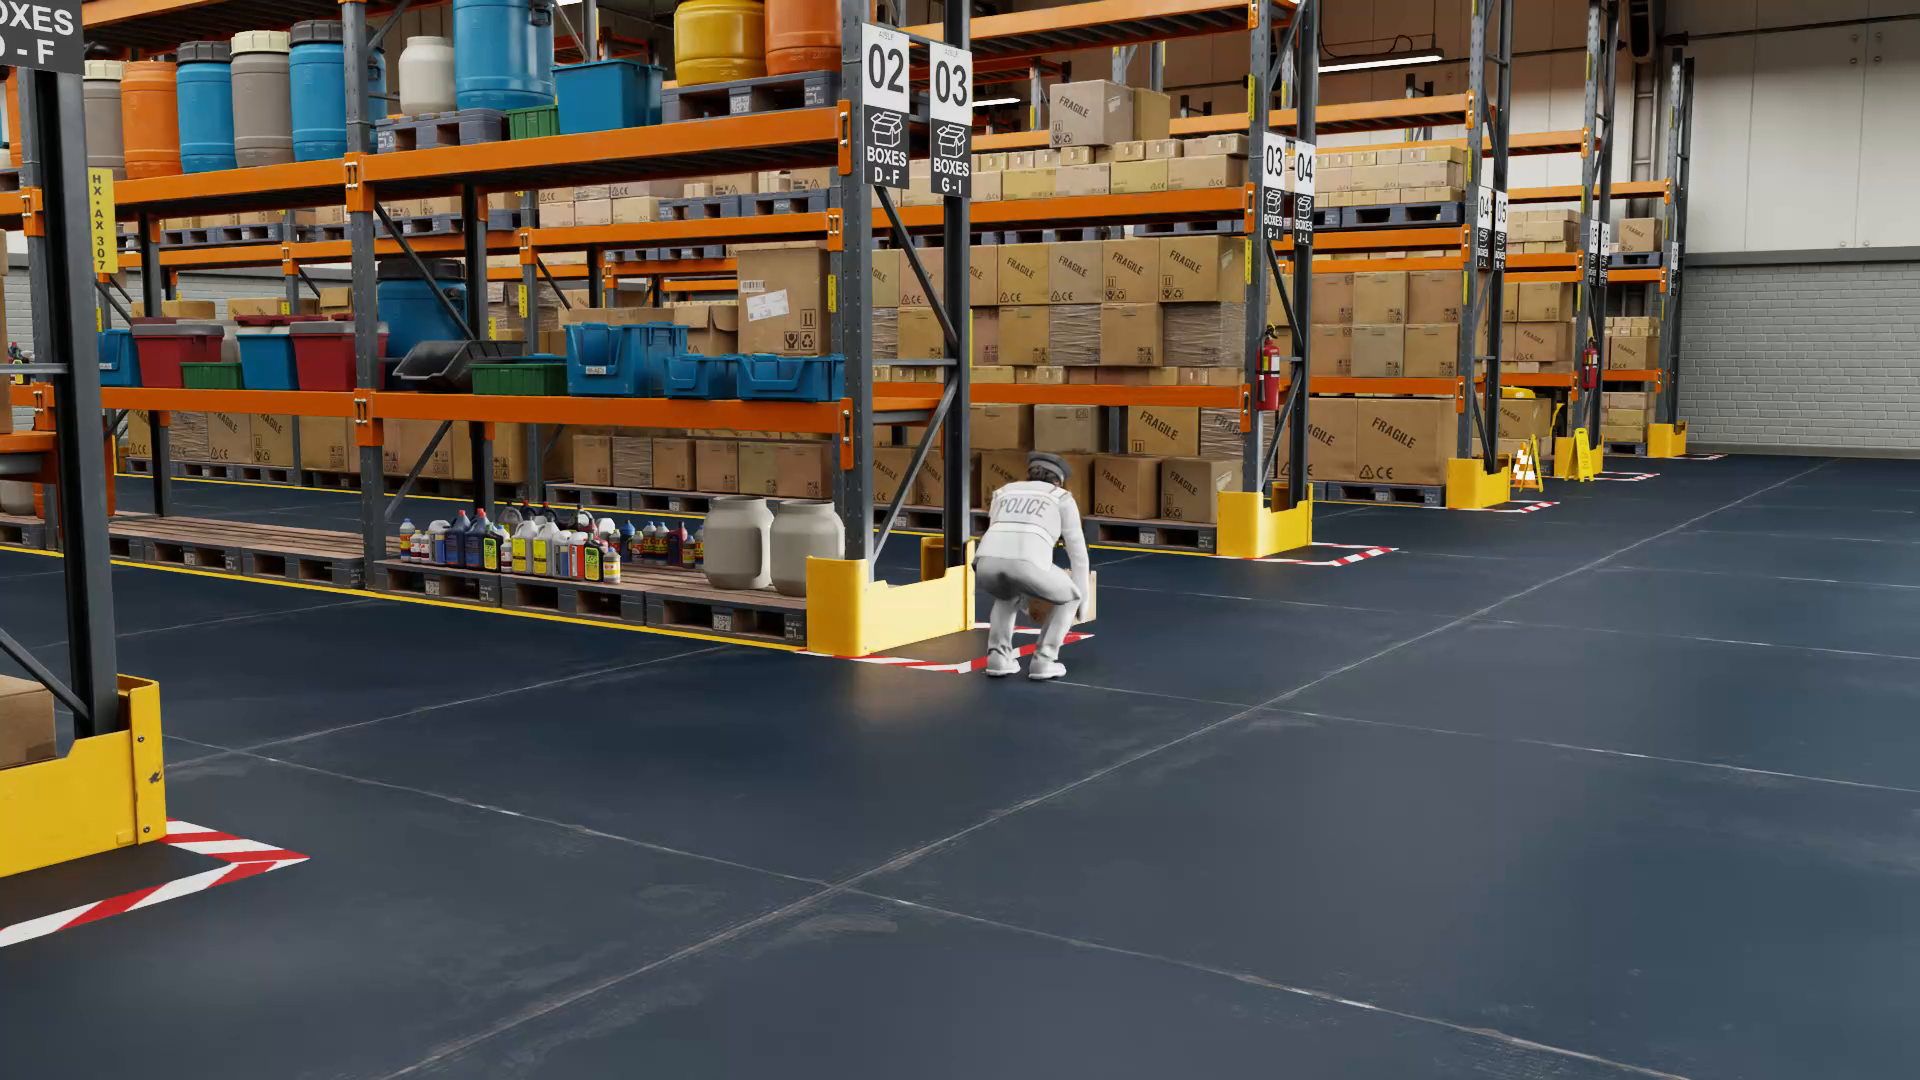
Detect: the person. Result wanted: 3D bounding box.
[{"bbox_3d":[0.333,0.117,8.133,0.497,1.073,0.815,3,7,27],"label":"person"}]
